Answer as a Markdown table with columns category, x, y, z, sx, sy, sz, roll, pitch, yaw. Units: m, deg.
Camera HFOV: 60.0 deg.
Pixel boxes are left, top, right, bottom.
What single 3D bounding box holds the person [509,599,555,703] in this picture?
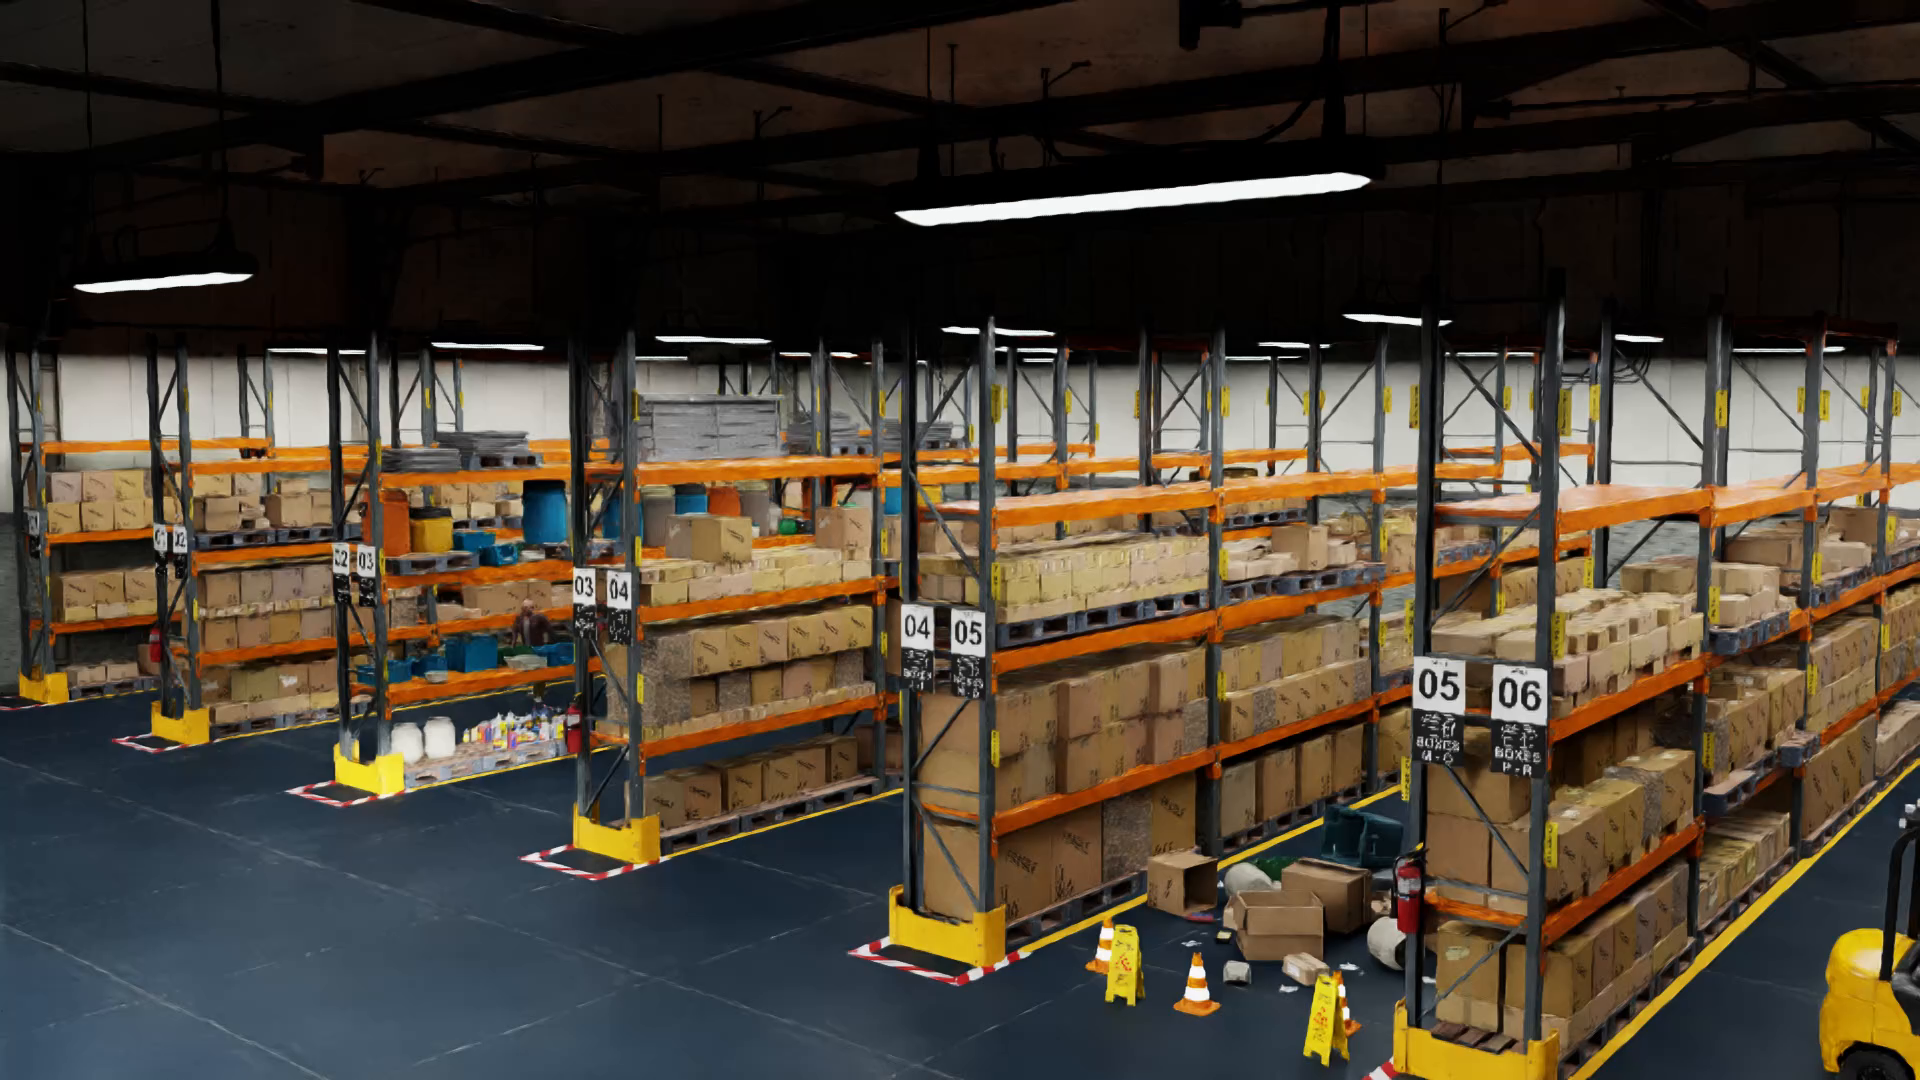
| category | x | y | z | sx | sy | sz | roll | pitch | yaw |
| --- | --- | --- | --- | --- | --- | --- | --- | --- | --- |
| person | -7.072 | 1.815 | 27.636 | 0.680 | 1.712 | 0.904 | 2 | 6 | 23 |

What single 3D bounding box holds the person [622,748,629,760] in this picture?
| category | x | y | z | sx | sy | sz | roll | pitch | yaw |
| --- | --- | --- | --- | --- | --- | --- | --- | --- | --- |
| person | -4.544 | 2.219 | 23.379 | 0.400 | 1.668 | 0.608 | 2 | 5 | 19 |
